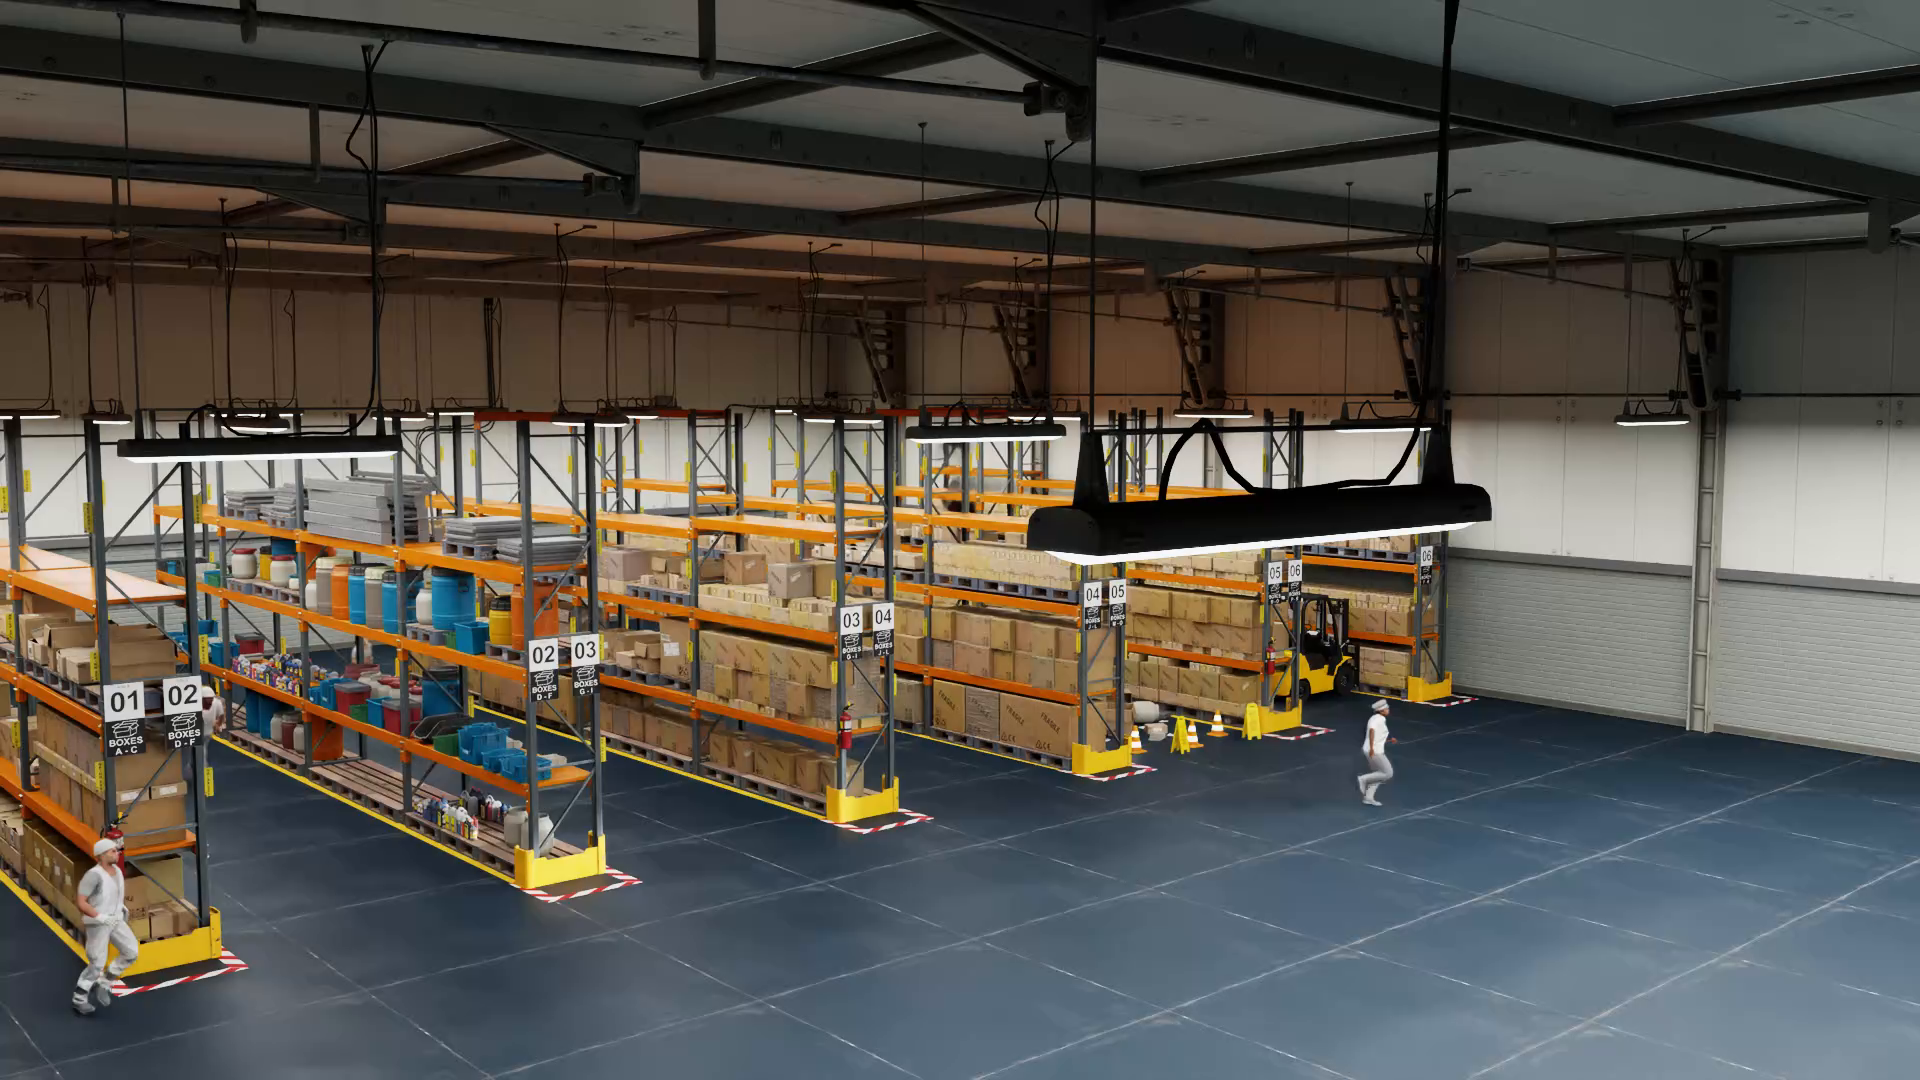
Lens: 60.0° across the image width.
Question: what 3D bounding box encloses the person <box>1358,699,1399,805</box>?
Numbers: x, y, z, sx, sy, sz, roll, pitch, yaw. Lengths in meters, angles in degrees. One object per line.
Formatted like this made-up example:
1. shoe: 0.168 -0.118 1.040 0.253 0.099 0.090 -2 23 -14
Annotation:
1. person: 6.458 3.274 25.624 0.630 1.648 0.616 0 5 2

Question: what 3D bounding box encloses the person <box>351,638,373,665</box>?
1. person: -11.760 2.634 32.711 0.836 1.700 0.586 4 6 39

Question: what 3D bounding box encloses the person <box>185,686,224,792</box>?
1. person: -12.258 3.169 26.762 1.059 1.715 0.746 5 7 43

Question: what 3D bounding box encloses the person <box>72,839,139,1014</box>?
1. person: -8.789 3.950 17.178 0.592 1.728 0.721 1 5 12
